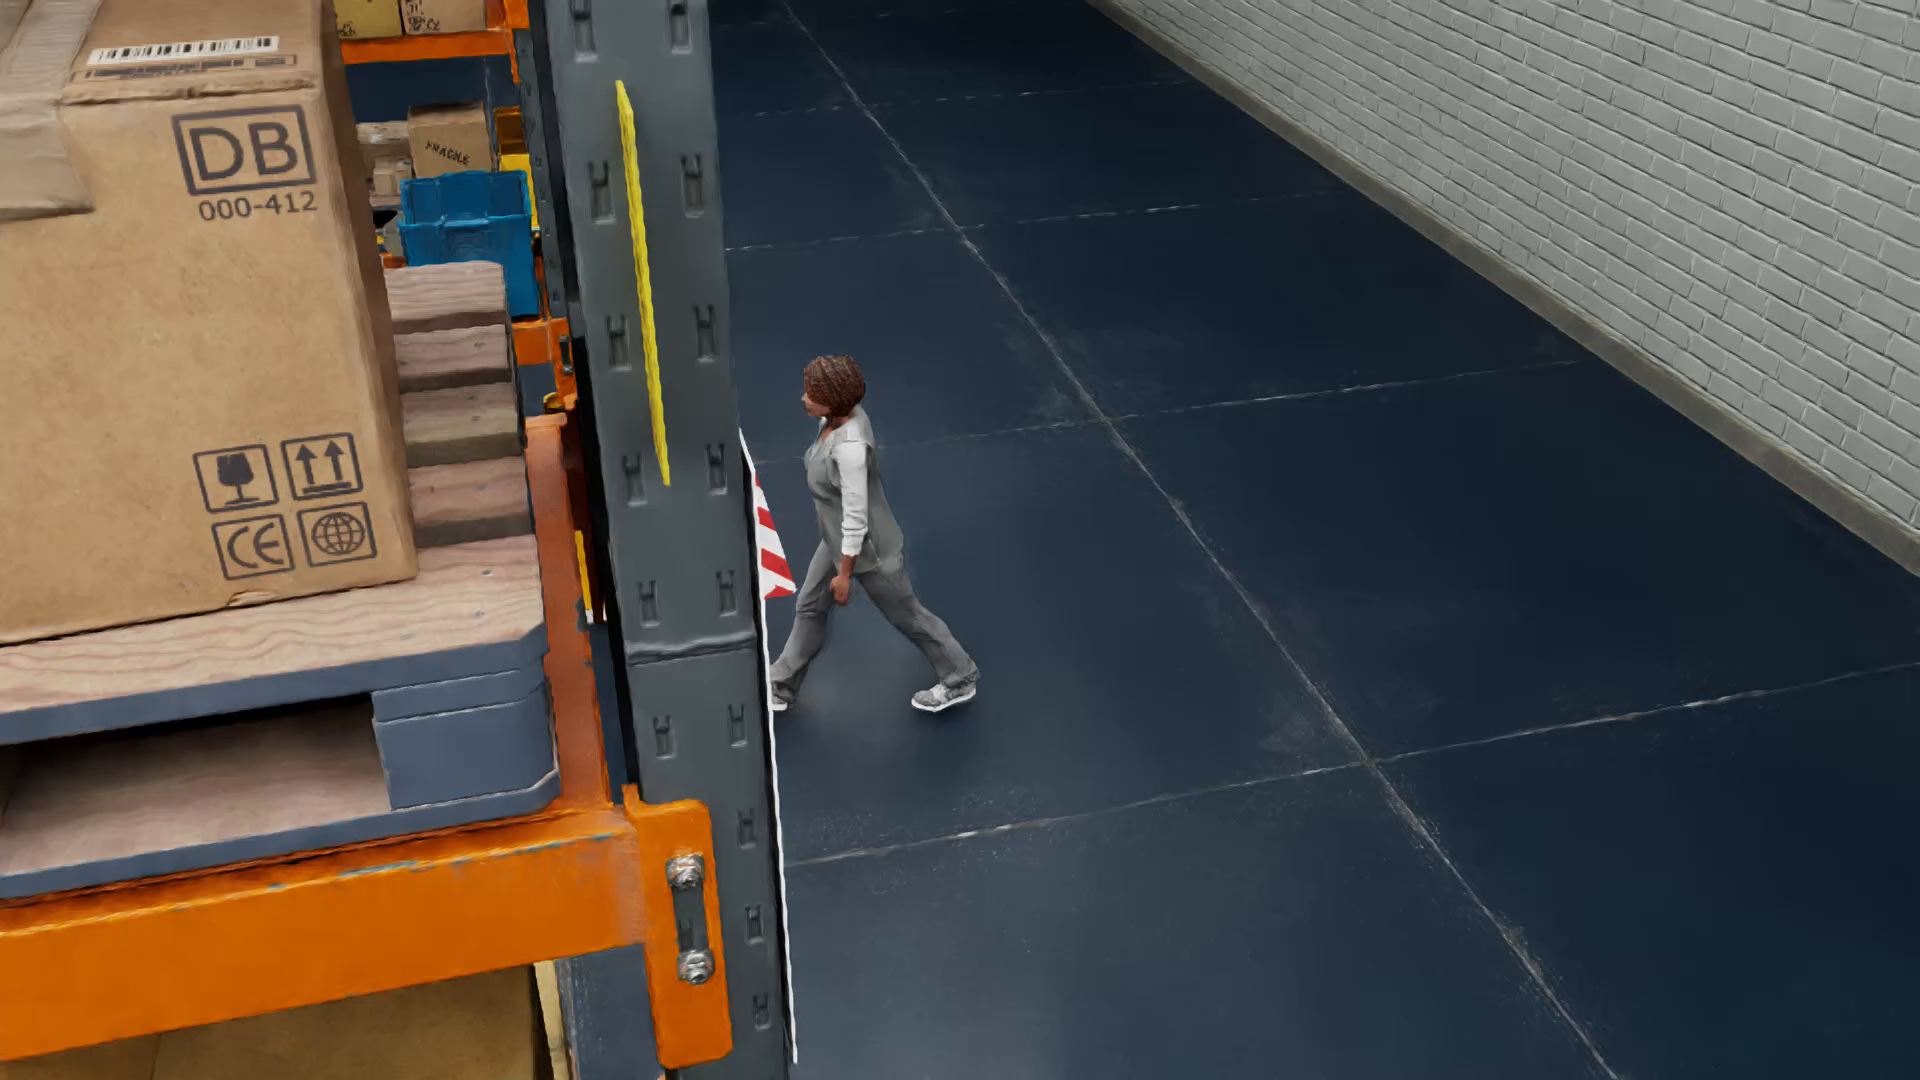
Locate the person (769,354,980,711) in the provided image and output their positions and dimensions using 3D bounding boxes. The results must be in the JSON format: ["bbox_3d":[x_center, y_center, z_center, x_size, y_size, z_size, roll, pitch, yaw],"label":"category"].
[{"bbox_3d":[-0.415,0.024,6.126,1.009,1.502,0.428,-8,32,-13],"label":"person"}]
